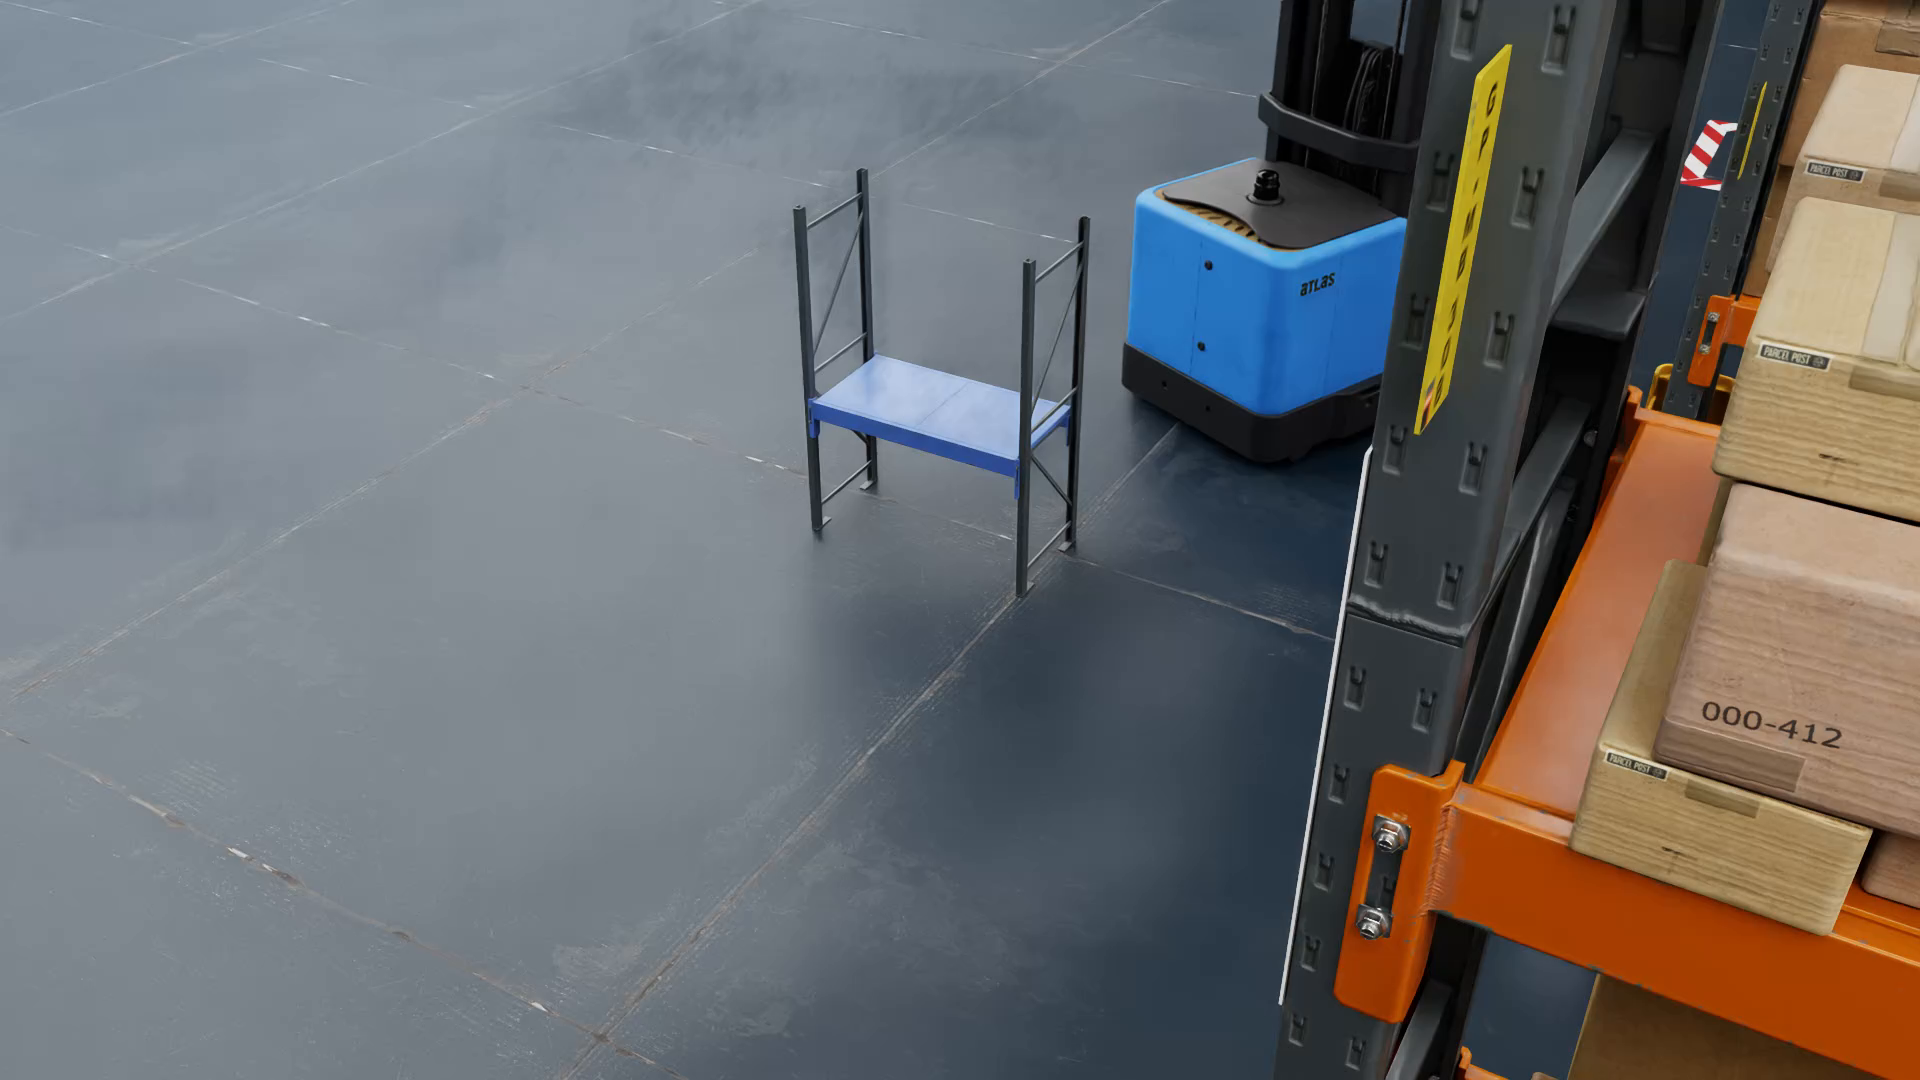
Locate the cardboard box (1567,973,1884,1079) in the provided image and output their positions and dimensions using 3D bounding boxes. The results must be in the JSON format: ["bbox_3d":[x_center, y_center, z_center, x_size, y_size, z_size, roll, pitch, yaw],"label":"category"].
[{"bbox_3d":[1.252,0.554,2.452,0.500,0.500,0.700,17,37,23],"label":"cardboard box"}]

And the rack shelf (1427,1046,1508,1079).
[{"bbox_3d":[2.436,1.949,2.265,4.000,0.370,1.077,18,37,24],"label":"rack shelf"}]

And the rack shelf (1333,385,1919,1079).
[{"bbox_3d":[2.436,0.701,1.434,4.000,0.370,1.077,18,37,24],"label":"rack shelf"}]

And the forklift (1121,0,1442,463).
[{"bbox_3d":[2.291,-2.226,7.948,3.031,2.935,1.130,-22,40,-30],"label":"forklift"}]

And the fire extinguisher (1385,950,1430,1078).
[{"bbox_3d":[0.829,0.879,3.294,0.183,0.674,0.296,18,37,24],"label":"fire extinguisher"}]

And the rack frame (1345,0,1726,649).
[{"bbox_3d":[0.700,-1.397,1.229,0.127,3.000,1.000,18,37,24],"label":"rack frame"}]

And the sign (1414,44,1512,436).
[{"bbox_3d":[0.431,-0.251,1.426,0.005,0.325,0.100,18,37,24],"label":"sign"}]

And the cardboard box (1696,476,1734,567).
[{"bbox_3d":[1.148,-0.081,2.185,0.250,0.149,0.380,18,38,25],"label":"cardboard box"}]

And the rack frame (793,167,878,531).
[{"bbox_3d":[-0.515,-0.788,7.079,0.032,1.500,0.500,18,37,24],"label":"rack frame"}]

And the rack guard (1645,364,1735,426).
[{"bbox_3d":[3.047,-0.276,7.214,0.348,0.500,1.175,18,37,24],"label":"rack guard"}]

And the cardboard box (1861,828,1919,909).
[{"bbox_3d":[1.099,0.233,1.715,0.250,0.149,0.380,16,37,23],"label":"cardboard box"}]

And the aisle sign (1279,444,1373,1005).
[{"bbox_3d":[0.492,0.150,1.973,0.004,0.787,0.394,18,37,24],"label":"aisle sign"}]

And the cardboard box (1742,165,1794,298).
[{"bbox_3d":[3.413,-1.292,6.349,0.550,0.550,0.875,18,37,24],"label":"cardboard box"}]

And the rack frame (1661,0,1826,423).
[{"bbox_3d":[3.068,-1.310,6.511,0.127,3.000,1.000,18,37,24],"label":"rack frame"}]

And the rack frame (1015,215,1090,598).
[{"bbox_3d":[0.367,-0.508,6.660,0.032,1.500,0.500,18,37,24],"label":"rack frame"}]

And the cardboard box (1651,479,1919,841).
[{"bbox_3d":[1.004,0.056,1.620,0.500,0.250,0.500,17,37,24],"label":"cardboard box"}]

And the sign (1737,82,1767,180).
[{"bbox_3d":[2.787,-1.438,5.850,0.005,0.325,0.100,18,37,24],"label":"sign"}]

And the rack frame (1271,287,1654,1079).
[{"bbox_3d":[0.700,1.100,2.892,0.127,3.000,1.000,18,37,24],"label":"rack frame"}]

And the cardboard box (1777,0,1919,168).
[{"bbox_3d":[3.371,-1.701,5.989,0.550,0.550,0.875,18,37,24],"label":"cardboard box"}]

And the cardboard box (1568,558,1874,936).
[{"bbox_3d":[0.827,0.203,1.759,0.250,0.149,0.380,18,38,24],"label":"cardboard box"}]

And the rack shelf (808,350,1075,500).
[{"bbox_3d":[-0.074,-0.498,6.969,1.000,0.185,0.538,18,37,24],"label":"rack shelf"}]

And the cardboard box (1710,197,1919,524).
[{"bbox_3d":[0.907,-0.180,1.615,0.250,0.149,0.380,17,37,24],"label":"cardboard box"}]

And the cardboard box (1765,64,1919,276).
[{"bbox_3d":[1.140,-0.425,1.983,0.250,0.149,0.380,18,38,25],"label":"cardboard box"}]

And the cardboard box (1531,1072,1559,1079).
[{"bbox_3d":[0.973,1.198,2.386,0.500,0.500,0.500,17,37,24],"label":"cardboard box"}]

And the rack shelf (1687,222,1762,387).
[{"bbox_3d":[4.804,-0.461,5.884,4.000,0.370,1.077,18,37,24],"label":"rack shelf"}]

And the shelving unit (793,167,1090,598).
[{"bbox_3d":[-0.074,-0.648,6.870,1.048,1.500,0.538,18,37,24],"label":"shelving unit"}]
